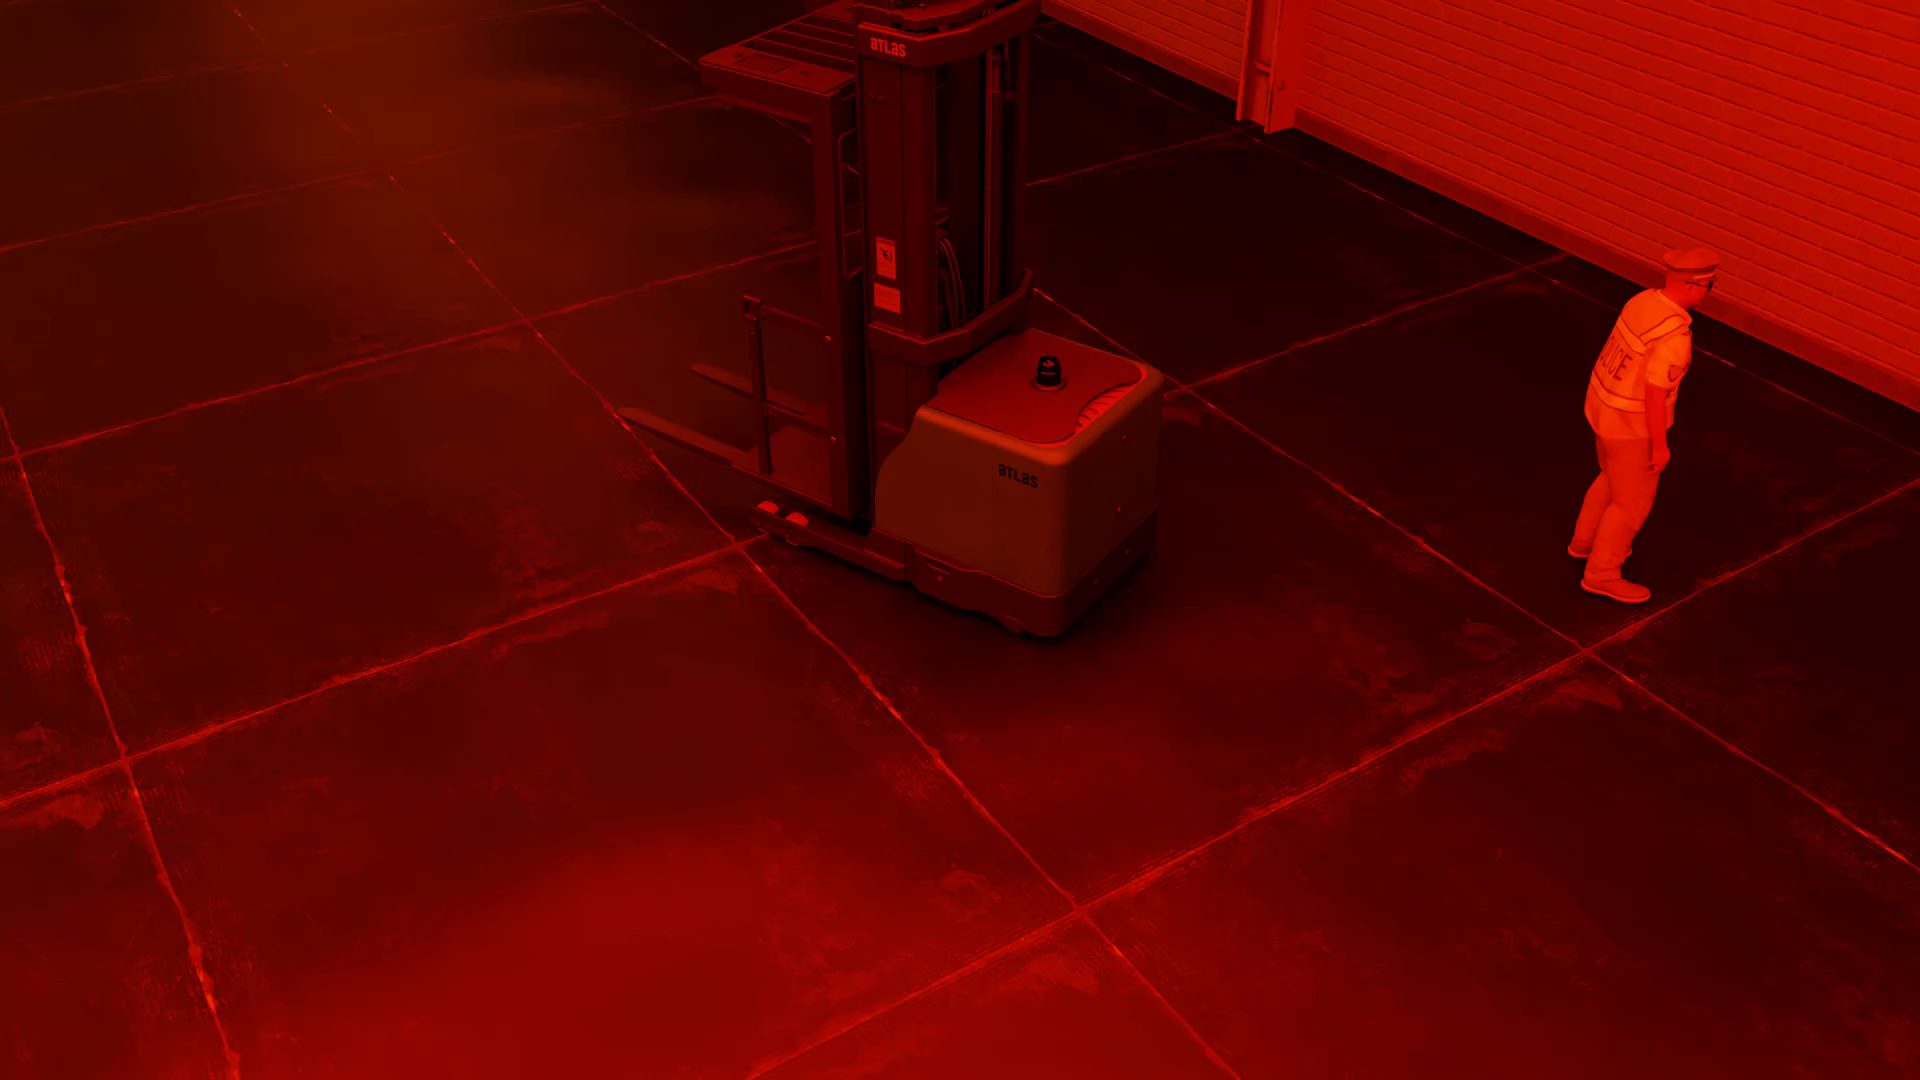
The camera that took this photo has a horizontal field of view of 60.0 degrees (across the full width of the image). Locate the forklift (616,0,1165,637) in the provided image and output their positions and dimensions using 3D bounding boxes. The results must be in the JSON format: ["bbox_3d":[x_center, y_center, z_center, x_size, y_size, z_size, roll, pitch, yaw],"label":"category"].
[{"bbox_3d":[-0.500,-1.399,8.138,3.031,2.935,1.130,22,41,28],"label":"forklift"}]

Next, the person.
[{"bbox_3d":[3.239,-0.572,7.987,0.438,1.750,0.607,2,35,2],"label":"person"}]
